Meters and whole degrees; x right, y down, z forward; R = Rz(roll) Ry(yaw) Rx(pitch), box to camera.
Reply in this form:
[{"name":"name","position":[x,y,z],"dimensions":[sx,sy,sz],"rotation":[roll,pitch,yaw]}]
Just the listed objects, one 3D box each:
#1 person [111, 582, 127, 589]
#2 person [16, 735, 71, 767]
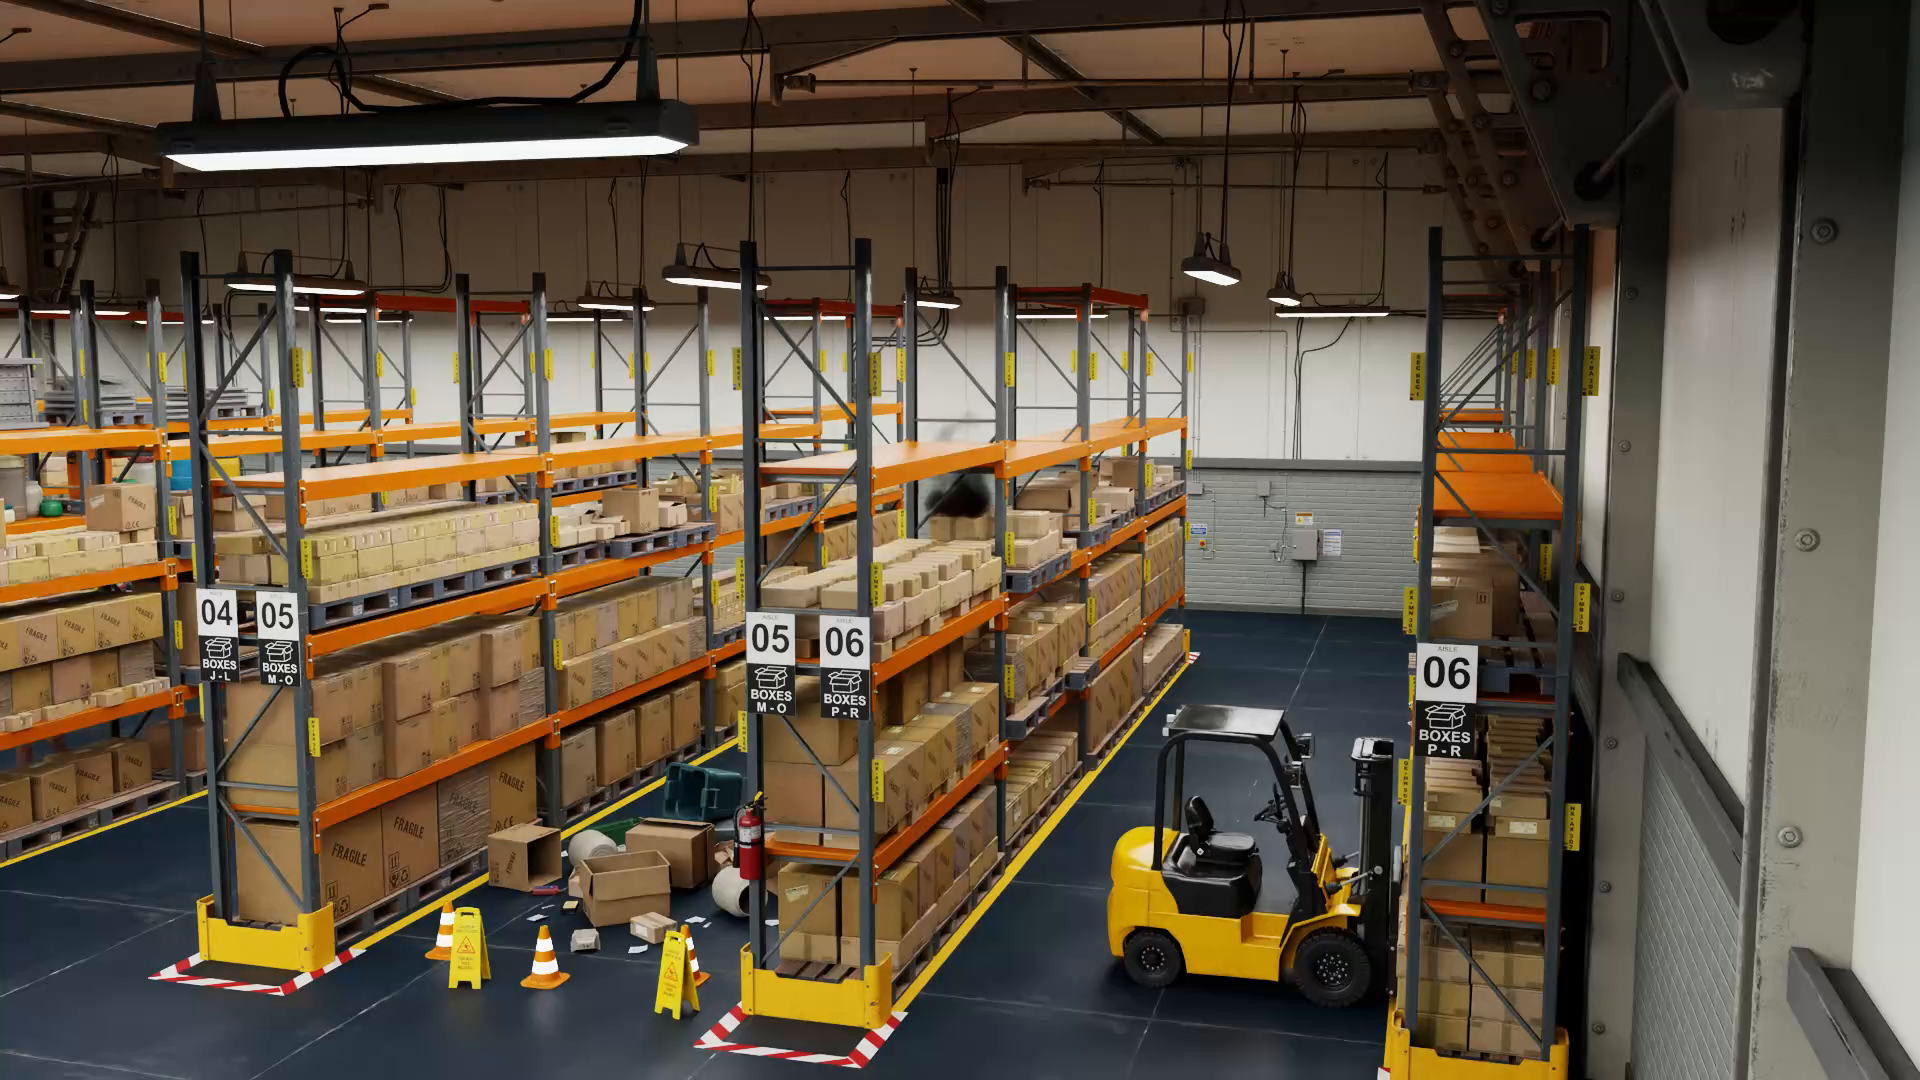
[{"name":"person","position":[-14.784,1.065,29.314],"dimensions":[0.554,1.725,0.689],"rotation":[1,6,8]},{"name":"person","position":[-11.020,2.093,19.958],"dimensions":[0.554,1.710,0.840],"rotation":[2,7,13]}]
